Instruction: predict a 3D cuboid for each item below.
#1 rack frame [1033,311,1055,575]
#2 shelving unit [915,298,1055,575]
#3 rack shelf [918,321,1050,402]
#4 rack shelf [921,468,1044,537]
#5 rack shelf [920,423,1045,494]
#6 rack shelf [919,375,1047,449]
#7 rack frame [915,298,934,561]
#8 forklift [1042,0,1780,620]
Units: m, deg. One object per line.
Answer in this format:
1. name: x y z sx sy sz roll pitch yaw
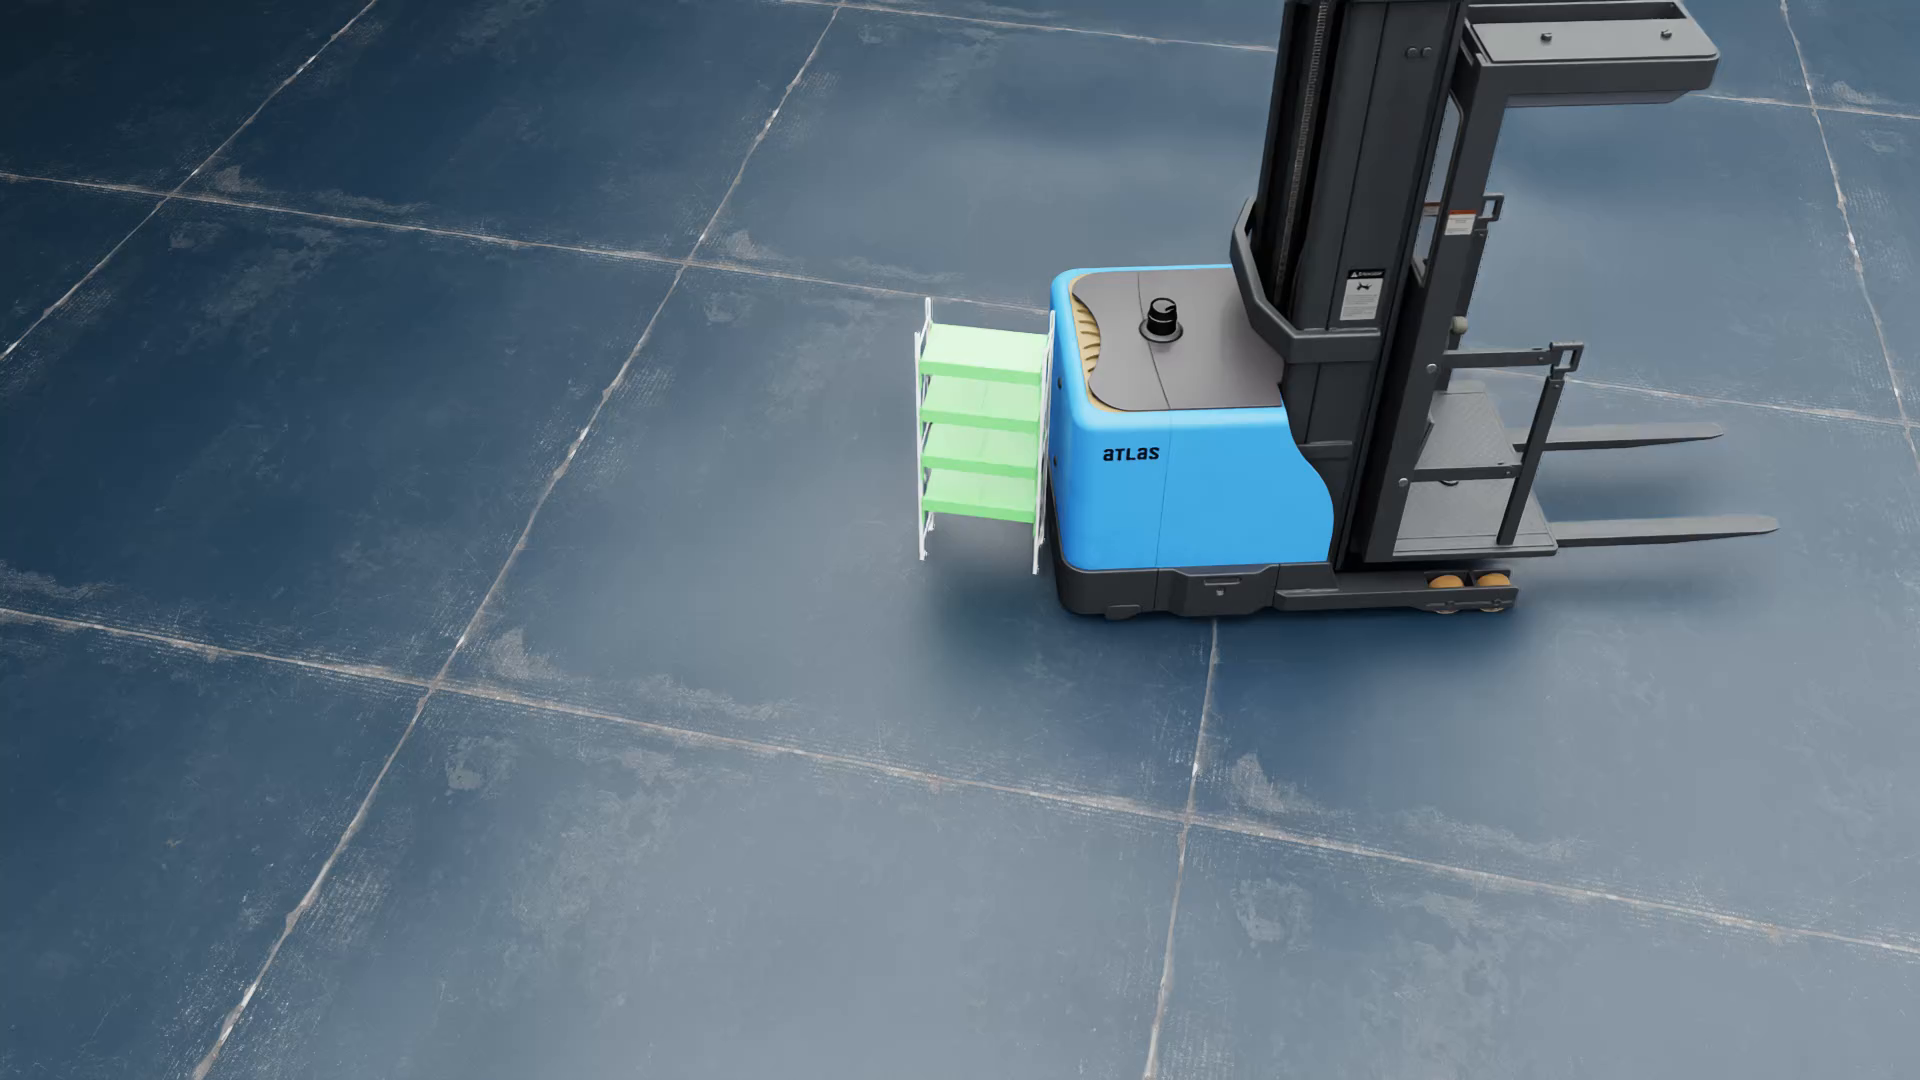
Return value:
1. rack frame: 0.338 -0.368 6.727 0.015 1.200 0.240 7 44 7
2. shelving unit: 0.097 -0.397 6.757 0.503 1.200 0.258 7 44 7
3. rack shelf: 0.097 -0.696 6.468 0.480 0.148 0.258 7 44 7
4. rack shelf: 0.097 -0.178 6.968 0.480 0.148 0.258 7 44 7
5. rack shelf: 0.097 -0.351 6.801 0.480 0.148 0.258 7 44 7
6. rack shelf: 0.097 -0.523 6.635 0.480 0.148 0.258 7 44 7
7. rack frame: -0.143 -0.425 6.787 0.015 1.200 0.240 7 44 7
8. forklift: 1.895 -1.118 6.258 3.031 2.935 1.130 -2 44 -2
